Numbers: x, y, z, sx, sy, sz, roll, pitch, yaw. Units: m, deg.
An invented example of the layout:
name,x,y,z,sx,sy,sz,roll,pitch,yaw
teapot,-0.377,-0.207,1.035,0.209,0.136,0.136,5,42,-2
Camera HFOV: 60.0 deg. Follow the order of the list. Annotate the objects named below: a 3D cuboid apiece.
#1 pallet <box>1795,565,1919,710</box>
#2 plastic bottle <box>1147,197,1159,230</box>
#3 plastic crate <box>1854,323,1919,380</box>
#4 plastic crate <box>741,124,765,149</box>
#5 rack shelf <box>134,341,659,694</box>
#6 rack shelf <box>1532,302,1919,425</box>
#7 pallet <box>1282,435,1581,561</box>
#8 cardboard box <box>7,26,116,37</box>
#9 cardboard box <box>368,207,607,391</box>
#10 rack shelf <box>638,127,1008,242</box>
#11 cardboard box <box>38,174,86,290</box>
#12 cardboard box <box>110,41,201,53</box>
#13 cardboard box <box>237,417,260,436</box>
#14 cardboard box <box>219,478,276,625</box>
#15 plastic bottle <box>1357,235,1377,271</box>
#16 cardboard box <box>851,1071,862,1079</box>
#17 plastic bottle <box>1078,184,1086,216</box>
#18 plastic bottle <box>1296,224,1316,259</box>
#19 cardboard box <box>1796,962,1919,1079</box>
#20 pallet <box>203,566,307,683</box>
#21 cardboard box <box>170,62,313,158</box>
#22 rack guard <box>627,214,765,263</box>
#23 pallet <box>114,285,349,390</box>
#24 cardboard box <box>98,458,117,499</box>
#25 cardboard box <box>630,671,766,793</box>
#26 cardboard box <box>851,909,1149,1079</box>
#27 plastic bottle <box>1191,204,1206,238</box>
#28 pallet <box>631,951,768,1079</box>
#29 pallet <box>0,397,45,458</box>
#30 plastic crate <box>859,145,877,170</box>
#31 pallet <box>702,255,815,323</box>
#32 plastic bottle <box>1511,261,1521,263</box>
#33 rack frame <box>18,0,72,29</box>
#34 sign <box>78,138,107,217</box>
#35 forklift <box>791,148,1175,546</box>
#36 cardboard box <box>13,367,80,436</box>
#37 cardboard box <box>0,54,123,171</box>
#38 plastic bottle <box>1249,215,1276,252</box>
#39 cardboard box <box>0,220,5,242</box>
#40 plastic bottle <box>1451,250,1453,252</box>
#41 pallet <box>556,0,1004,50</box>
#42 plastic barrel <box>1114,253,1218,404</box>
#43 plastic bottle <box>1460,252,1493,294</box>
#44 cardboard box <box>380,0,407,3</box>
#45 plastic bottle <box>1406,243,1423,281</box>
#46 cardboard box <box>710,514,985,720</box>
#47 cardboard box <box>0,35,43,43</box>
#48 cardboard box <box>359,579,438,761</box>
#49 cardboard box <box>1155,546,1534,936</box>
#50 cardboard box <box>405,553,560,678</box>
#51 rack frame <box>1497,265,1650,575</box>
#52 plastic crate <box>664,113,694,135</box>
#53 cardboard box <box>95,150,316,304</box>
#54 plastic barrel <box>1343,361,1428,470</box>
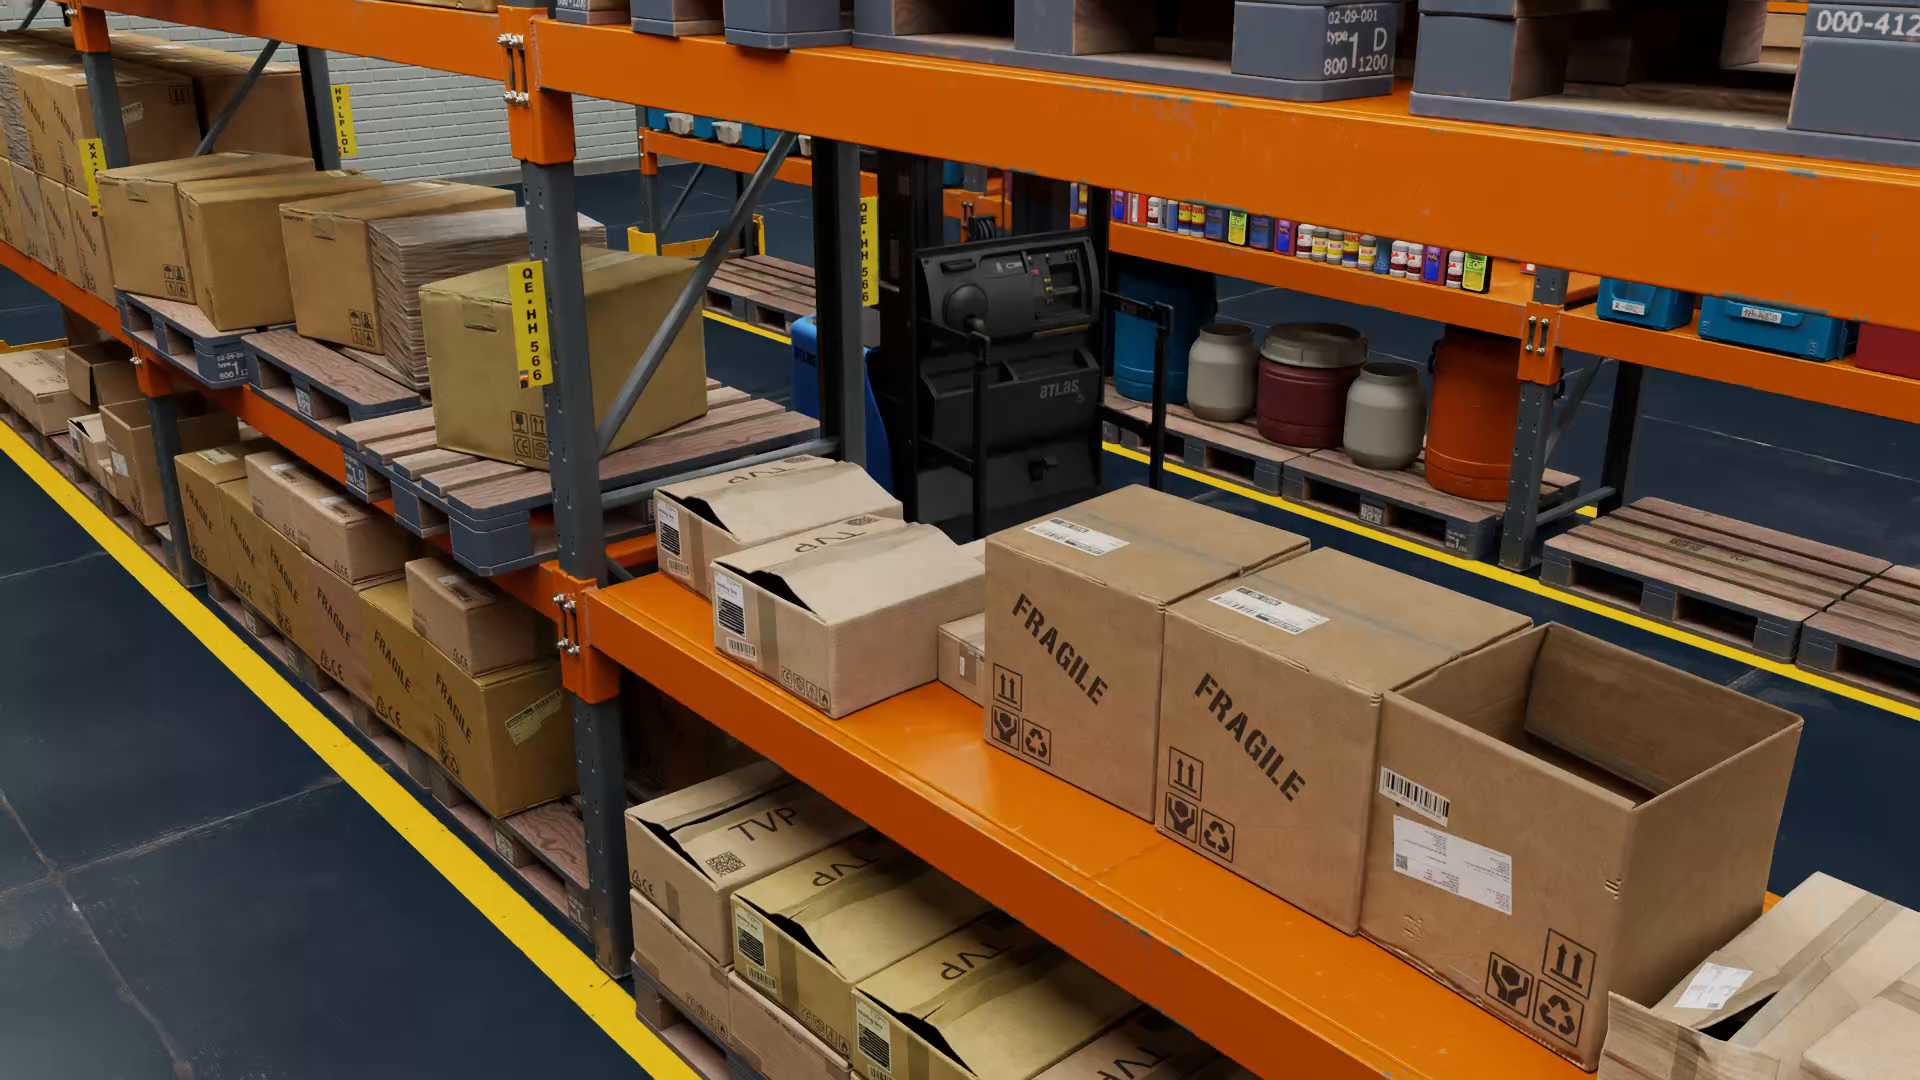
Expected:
name,x,y,z,sx,sy,sz,roll,pitch,yaw
pallet,4.318,0.493,6.935,1.003,0.211,1.213,-17,27,-37
plastic bottle,1.112,-1.865,9.405,0.097,0.201,0.097,0,21,0
plastic crate,3.873,-0.876,6.519,0.402,0.464,0.583,-17,27,-37
plastic crate,-1.401,-3.015,12.217,0.416,0.233,0.300,-17,27,-37
rack shelf,-2.011,-0.405,6.391,1.077,0.370,4.000,-17,27,-37
rack shelf,4.355,-0.478,6.577,1.077,0.370,4.000,-17,27,-37
pallet,2.503,-0.275,8.896,1.003,0.211,1.213,-17,27,-37
cardboard box,-5.428,-2.852,10.145,0.500,0.500,0.500,-18,28,-38
cardboard box,-1.654,-0.875,5.891,0.700,0.500,0.500,-12,24,-28
rack shelf,-0.867,-2.688,12.221,1.077,0.370,4.000,-17,27,-37
cardboard box,-4.175,-1.558,8.212,0.500,0.500,0.500,-17,27,-36
cardboard box,-4.421,-2.429,9.064,0.500,0.500,0.500,-16,27,-36
cardboard box,-3.999,-0.582,9.139,0.380,0.166,0.250,-17,27,-37
cardboard box,-2.829,0.003,7.187,0.500,0.500,0.500,-17,27,-37
plastic bottle,2.060,-1.464,8.381,0.097,0.201,0.097,0,21,0
cardboard box,0.087,1.393,4.009,0.500,0.250,0.500,-18,28,-39
plastic bottle,0.746,-2.052,9.787,0.097,0.271,0.097,0,21,0
plastic bottle,1.806,-1.571,8.655,0.097,0.201,0.097,0,21,0
cardboard box,1.551,0.862,2.376,0.500,0.250,0.500,-15,26,-34
pallet,-2.757,0.222,7.628,1.003,0.211,1.213,-17,27,-37
cardboard box,-3.411,-2.002,7.973,0.500,0.500,0.500,-17,27,-36
rack guard,-2.198,-2.415,13.965,1.175,0.500,0.348,-17,27,-37
pallet,-2.877,-0.956,7.076,1.003,0.211,1.213,-17,27,-37
cardboard box,-4.193,-0.349,8.568,0.380,0.149,0.250,-17,27,-37
cardboard box,-0.786,0.578,5.719,0.500,0.500,0.500,-16,27,-35
cardboard box,0.095,1.136,3.897,0.500,0.311,0.500,-18,28,-39
plastic bottle,1.326,-1.807,9.160,0.097,0.271,0.097,0,21,0
pallet,-0.197,1.348,4.753,1.003,0.211,1.213,-17,27,-37
pallet,-5.357,-0.858,10.385,1.003,0.211,1.213,-17,27,-37
plastic crate,-0.495,-2.616,11.344,0.437,0.125,0.590,-17,27,-37
pallet,-1.663,-2.040,13.403,1.003,0.211,1.213,-17,27,-37
plastic bottle,2.894,-1.535,8.562,0.097,0.201,0.097,0,21,0
rack frame,-5.927,-2.397,10.492,1.000,3.000,0.127,-17,27,-37
sign,-3.722,-1.564,7.178,0.100,0.325,0.005,-17,27,-37
forklift,0.354,-1.135,7.363,1.130,2.935,3.031,-13,25,-31
cardboard box,-5.135,-0.828,9.652,0.500,0.250,0.500,-17,27,-37
cardboard box,-4.508,-2.163,8.385,0.500,0.500,0.500,-17,27,-37
plastic bottle,1.644,-1.722,8.836,0.144,0.351,0.185,-17,27,-37
cardboard box,-5.171,-1.978,9.284,0.500,0.500,0.500,-18,27,-38
plastic bottle,2.609,-1.654,8.770,0.097,0.271,0.097,0,21,0
pallet,-0.195,-1.330,3.912,1.213,0.211,1.003,-16,26,-35
plastic barrel,1.243,-1.339,10.091,0.600,0.901,0.708,-17,27,-37
plastic bottle,2.462,-1.321,7.904,0.061,0.283,0.133,-17,27,-37
cardboard box,-1.348,-1.884,4.931,0.910,0.500,0.500,-17,27,-37
plastic bottle,2.250,-1.383,8.175,0.097,0.201,0.097,0,21,0
cardboard box,-0.268,0.147,4.117,0.500,0.311,0.500,-18,28,-38
cardboard box,-5.490,-2.582,9.454,0.500,0.500,0.500,-17,27,-37
cardboard box,-1.831,0.426,6.107,0.500,0.500,0.500,-19,28,-39
cardboard box,0.746,0.371,3.286,0.500,0.500,0.500,-17,27,-37
cardboard box,-1.534,0.206,5.642,0.500,0.250,0.500,-16,27,-35
rack frame,3.050,-1.365,7.857,1.000,3.000,0.127,-17,27,-37
plastic crate,-2.114,-3.226,12.886,0.250,0.136,0.298,-17,27,-37
cardboard box,-3.177,-1.350,7.106,0.500,0.500,0.700,12,24,28
plastic barrel,2.281,-0.668,8.913,0.421,0.512,0.421,0,21,0
